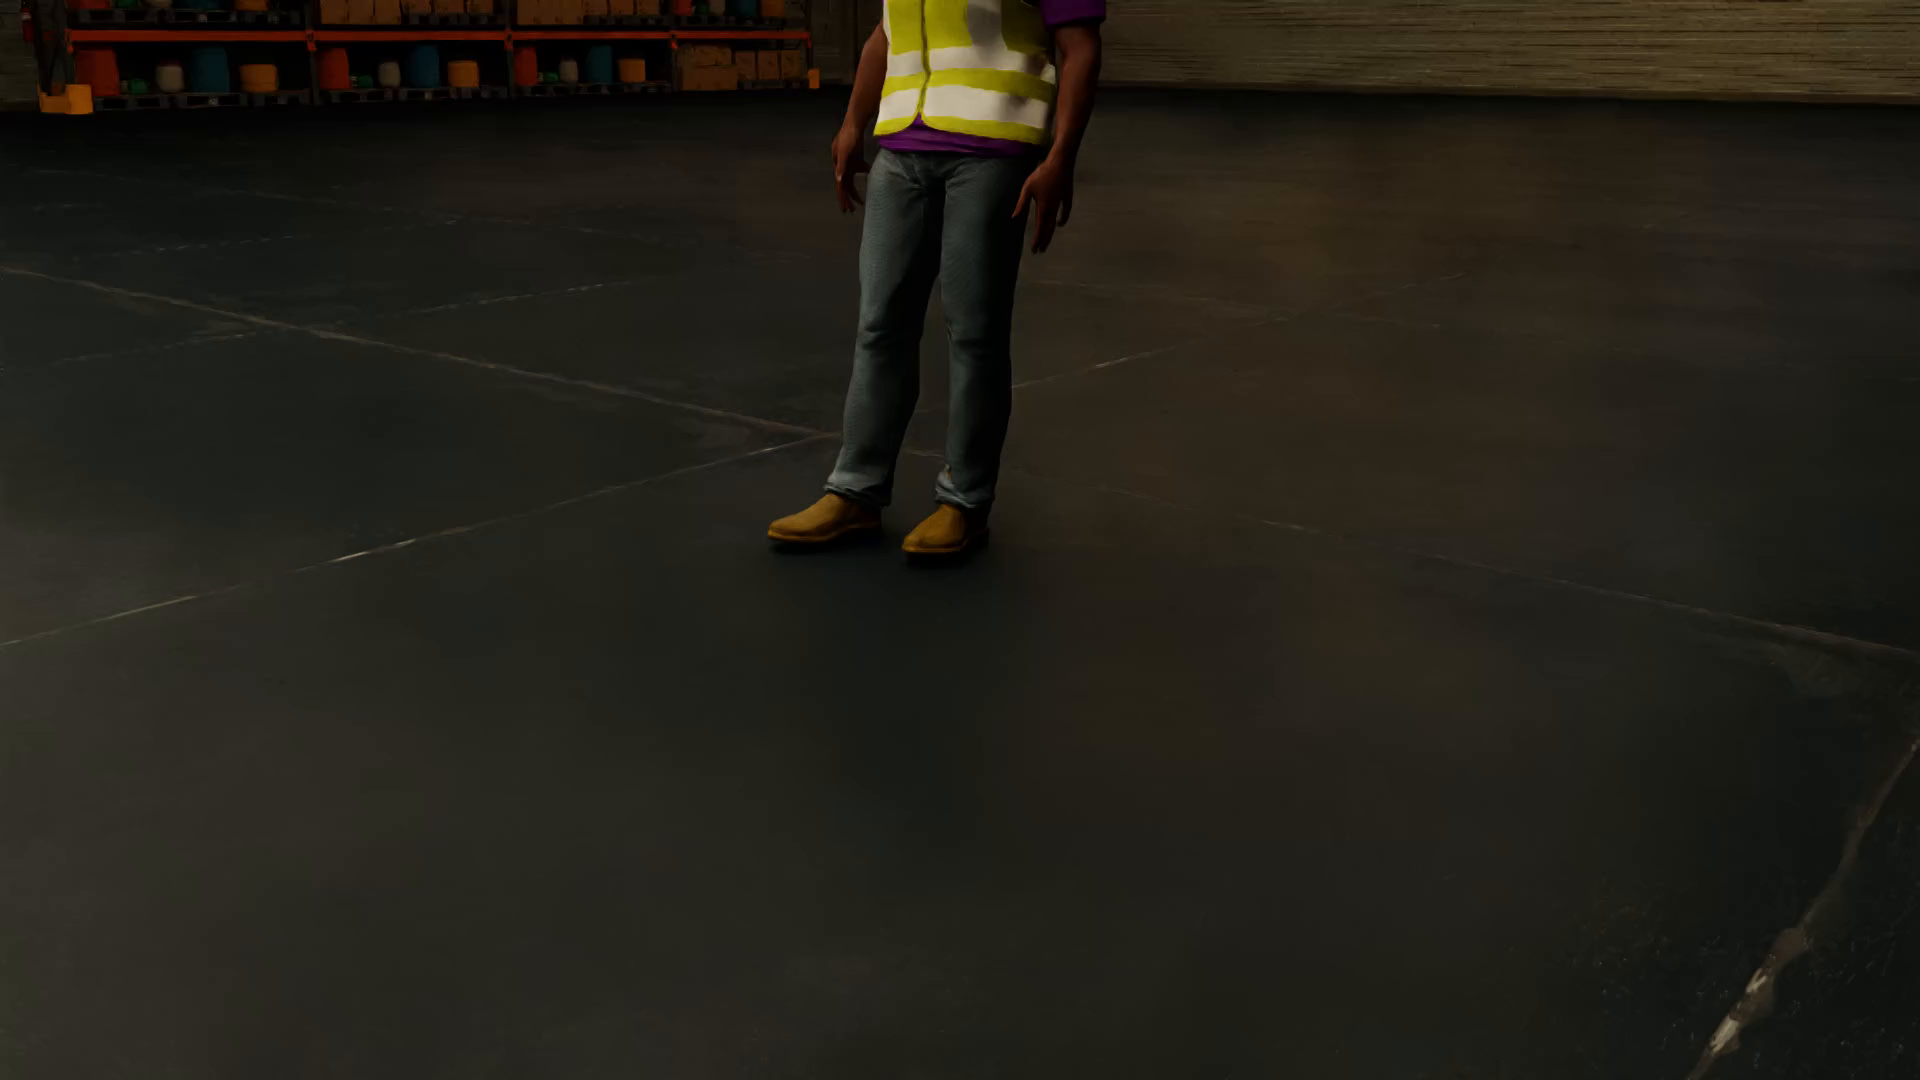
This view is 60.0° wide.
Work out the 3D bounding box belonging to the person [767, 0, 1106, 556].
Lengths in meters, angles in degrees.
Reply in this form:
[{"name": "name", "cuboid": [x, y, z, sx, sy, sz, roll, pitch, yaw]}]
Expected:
[{"name": "person", "cuboid": [-0.049, -0.837, 3.635, 0.665, 1.766, 0.576, 13, 21, 37]}]
